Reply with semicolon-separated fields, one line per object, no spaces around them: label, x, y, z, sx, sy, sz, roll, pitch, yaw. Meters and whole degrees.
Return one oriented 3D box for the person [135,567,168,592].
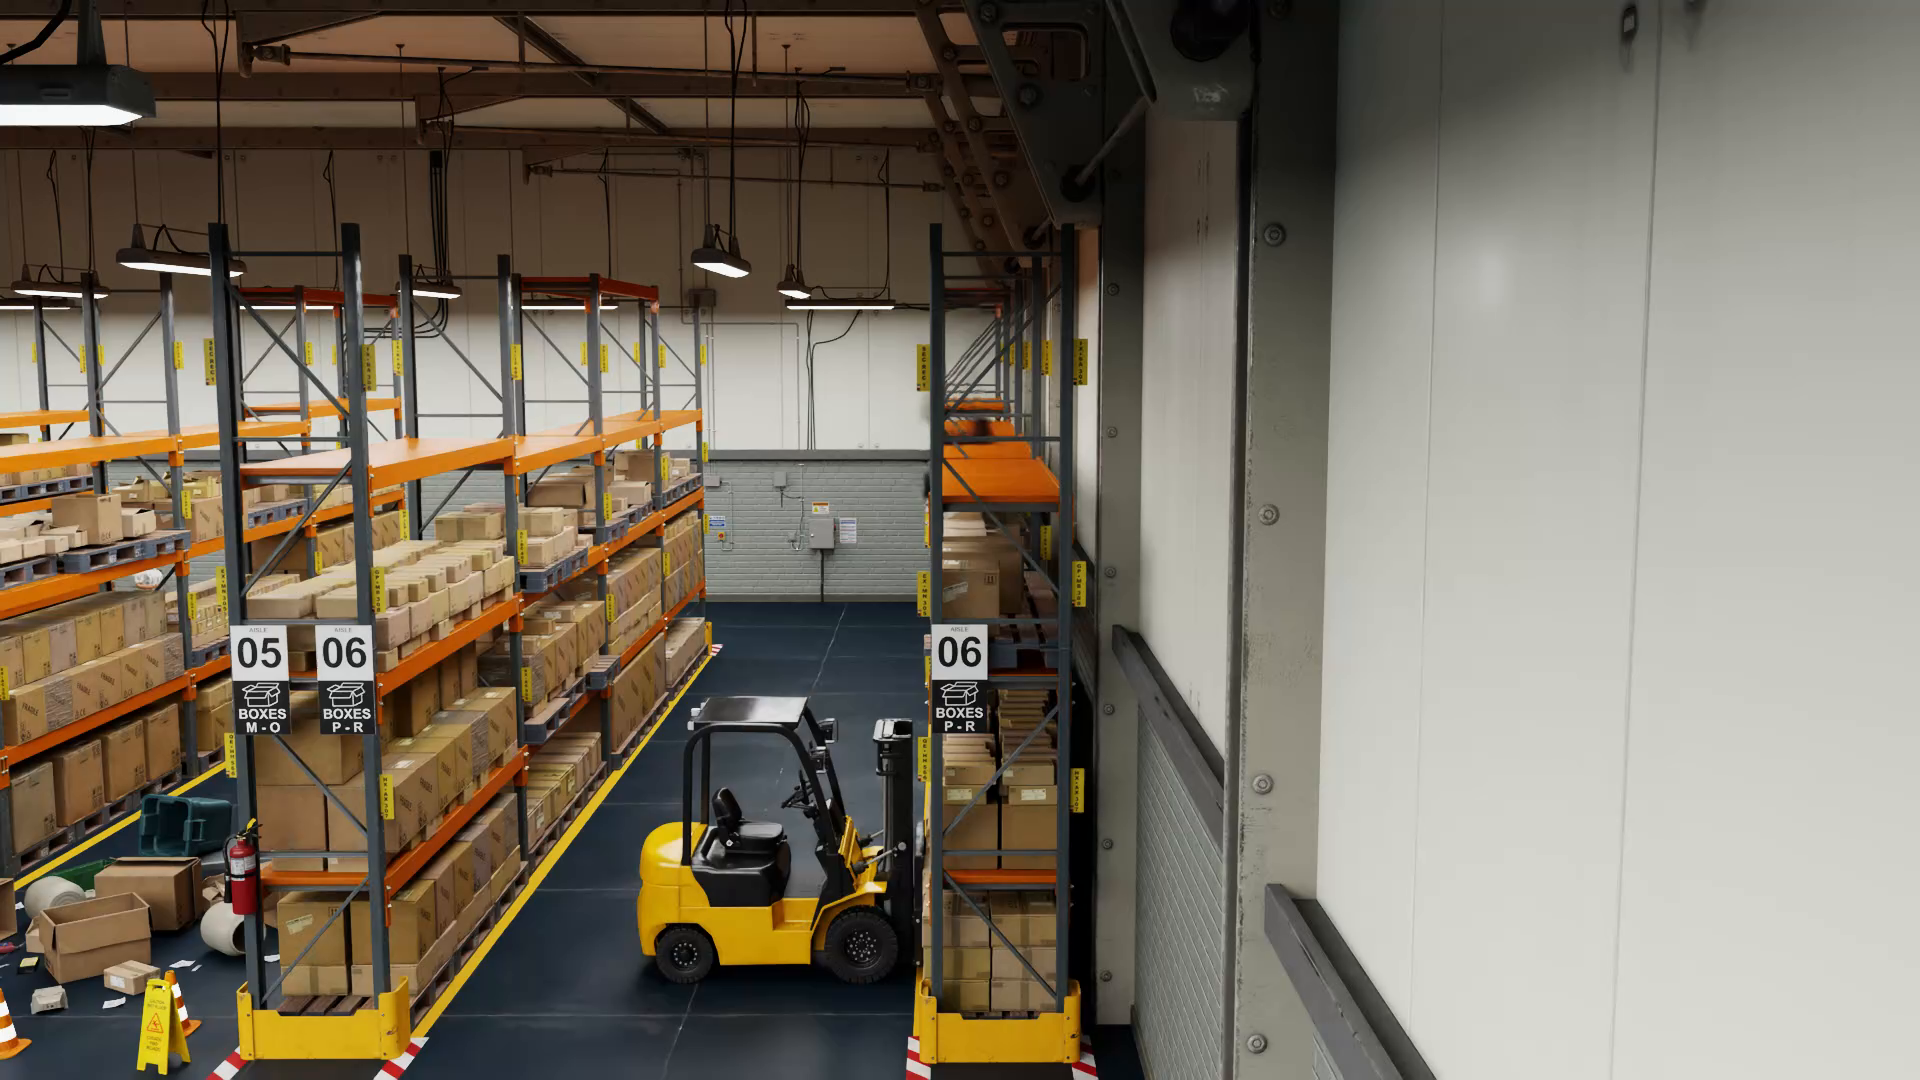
person;-13.920;1.005;28.661;0.818;1.672;0.602;3;7;26
